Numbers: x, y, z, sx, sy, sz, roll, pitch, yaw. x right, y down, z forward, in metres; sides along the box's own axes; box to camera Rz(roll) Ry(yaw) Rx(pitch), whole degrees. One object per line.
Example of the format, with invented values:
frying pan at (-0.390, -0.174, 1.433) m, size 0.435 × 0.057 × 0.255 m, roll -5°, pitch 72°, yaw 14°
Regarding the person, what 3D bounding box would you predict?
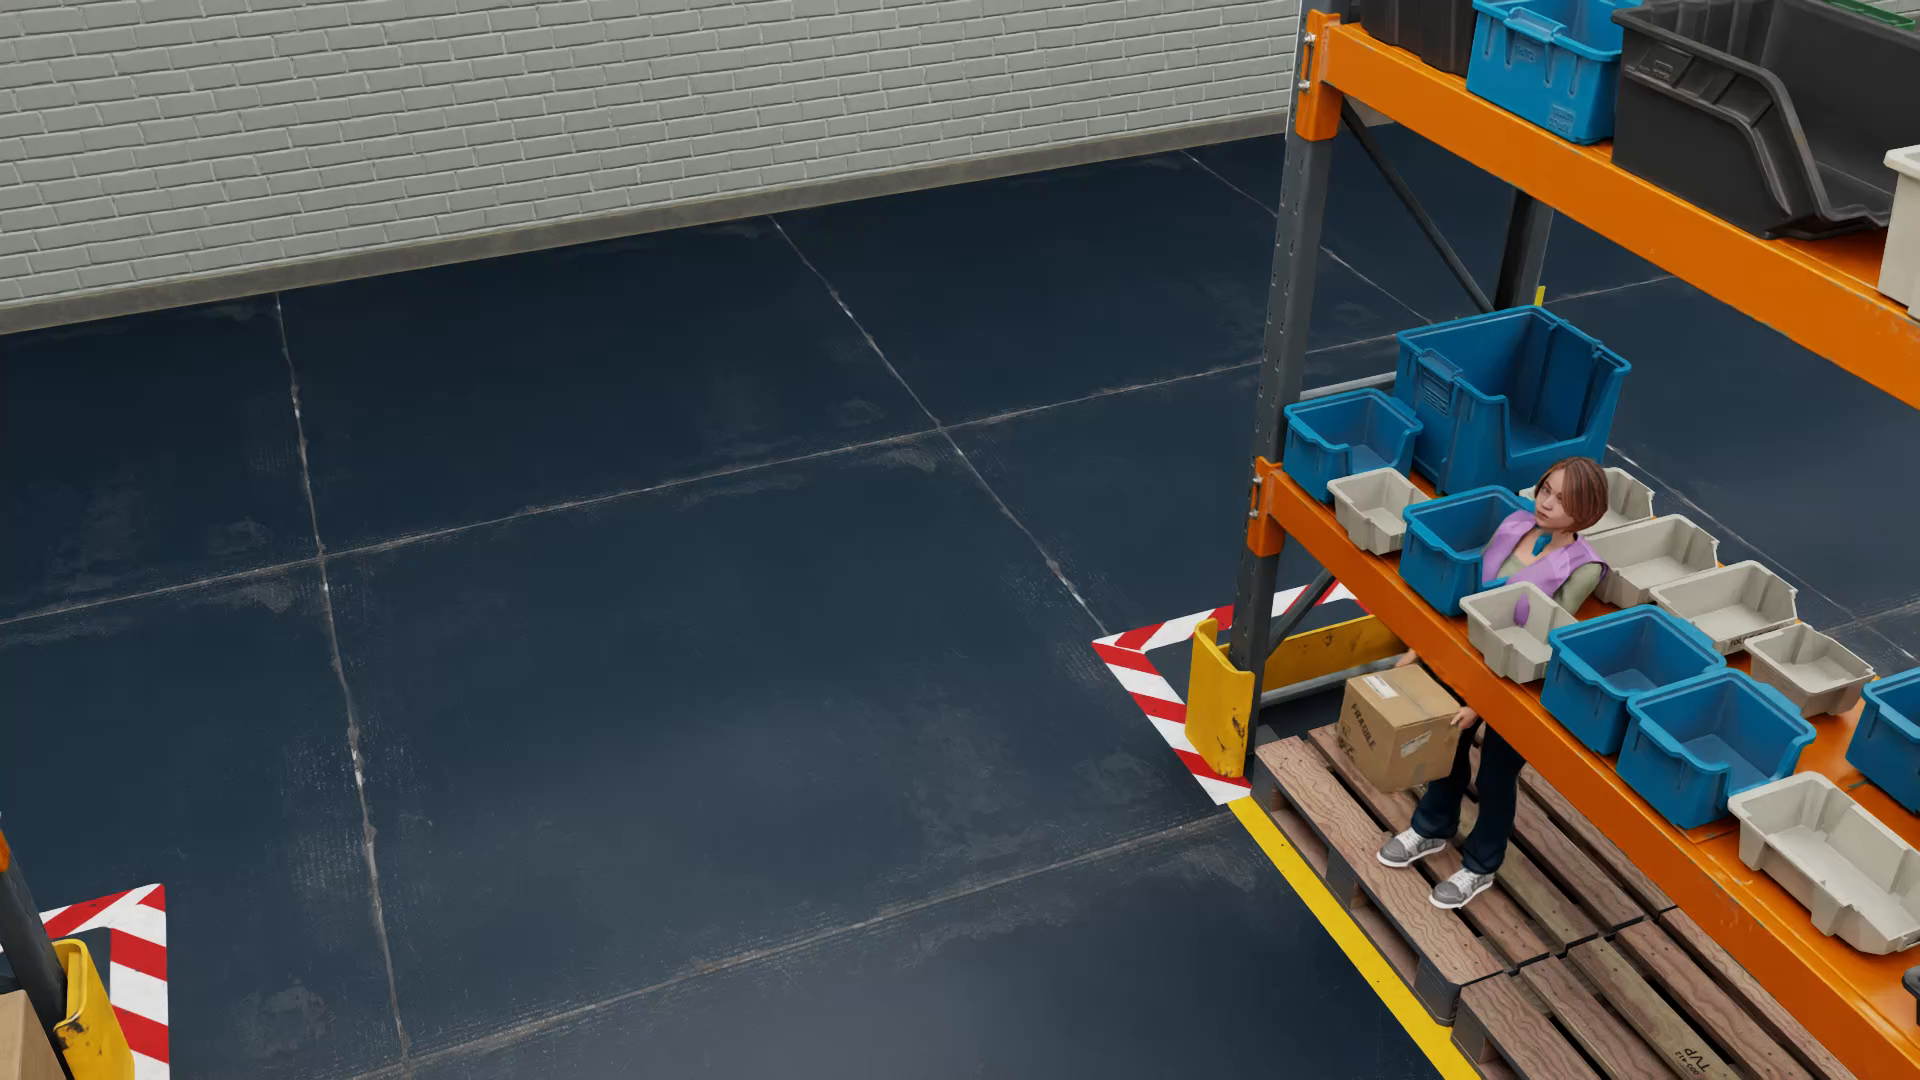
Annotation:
person at (1.600, 0.469, 5.080) m, size 0.552 × 1.581 × 0.397 m, roll -17°, pitch 37°, yaw -23°
